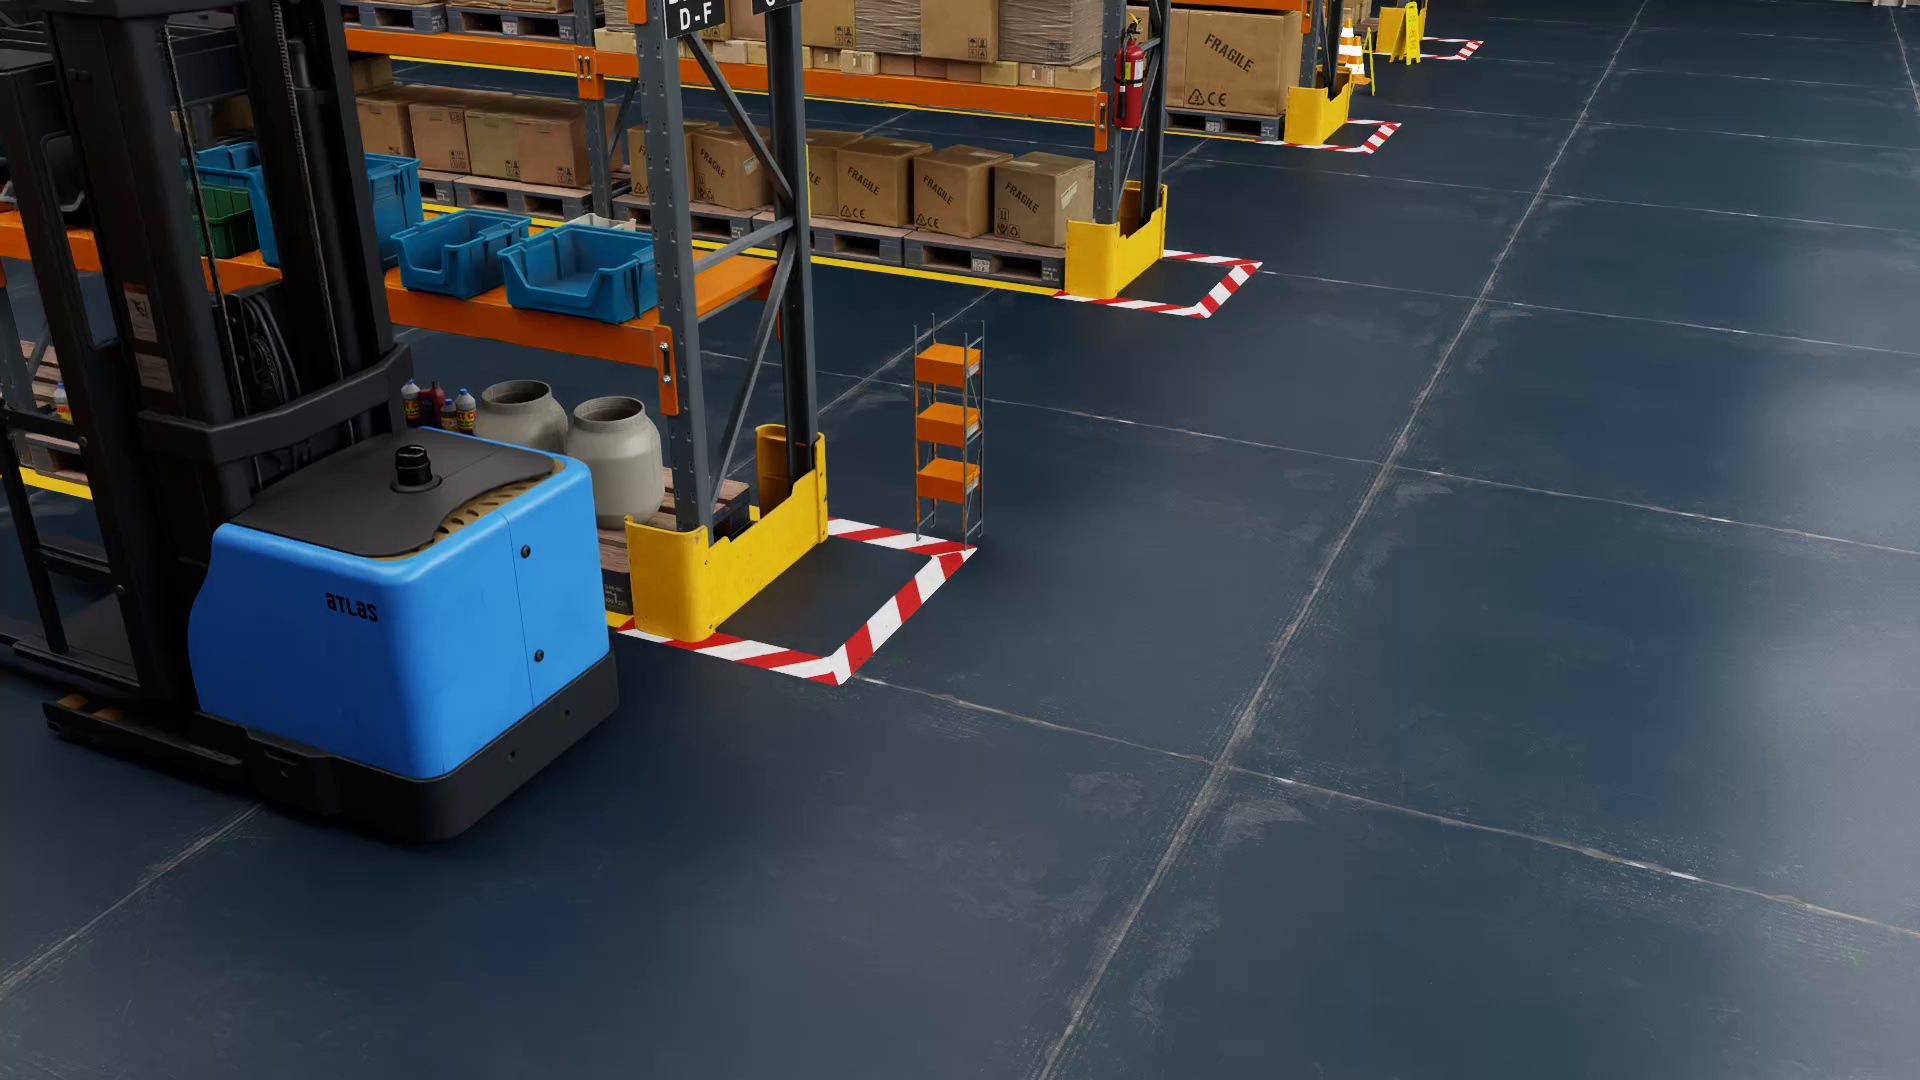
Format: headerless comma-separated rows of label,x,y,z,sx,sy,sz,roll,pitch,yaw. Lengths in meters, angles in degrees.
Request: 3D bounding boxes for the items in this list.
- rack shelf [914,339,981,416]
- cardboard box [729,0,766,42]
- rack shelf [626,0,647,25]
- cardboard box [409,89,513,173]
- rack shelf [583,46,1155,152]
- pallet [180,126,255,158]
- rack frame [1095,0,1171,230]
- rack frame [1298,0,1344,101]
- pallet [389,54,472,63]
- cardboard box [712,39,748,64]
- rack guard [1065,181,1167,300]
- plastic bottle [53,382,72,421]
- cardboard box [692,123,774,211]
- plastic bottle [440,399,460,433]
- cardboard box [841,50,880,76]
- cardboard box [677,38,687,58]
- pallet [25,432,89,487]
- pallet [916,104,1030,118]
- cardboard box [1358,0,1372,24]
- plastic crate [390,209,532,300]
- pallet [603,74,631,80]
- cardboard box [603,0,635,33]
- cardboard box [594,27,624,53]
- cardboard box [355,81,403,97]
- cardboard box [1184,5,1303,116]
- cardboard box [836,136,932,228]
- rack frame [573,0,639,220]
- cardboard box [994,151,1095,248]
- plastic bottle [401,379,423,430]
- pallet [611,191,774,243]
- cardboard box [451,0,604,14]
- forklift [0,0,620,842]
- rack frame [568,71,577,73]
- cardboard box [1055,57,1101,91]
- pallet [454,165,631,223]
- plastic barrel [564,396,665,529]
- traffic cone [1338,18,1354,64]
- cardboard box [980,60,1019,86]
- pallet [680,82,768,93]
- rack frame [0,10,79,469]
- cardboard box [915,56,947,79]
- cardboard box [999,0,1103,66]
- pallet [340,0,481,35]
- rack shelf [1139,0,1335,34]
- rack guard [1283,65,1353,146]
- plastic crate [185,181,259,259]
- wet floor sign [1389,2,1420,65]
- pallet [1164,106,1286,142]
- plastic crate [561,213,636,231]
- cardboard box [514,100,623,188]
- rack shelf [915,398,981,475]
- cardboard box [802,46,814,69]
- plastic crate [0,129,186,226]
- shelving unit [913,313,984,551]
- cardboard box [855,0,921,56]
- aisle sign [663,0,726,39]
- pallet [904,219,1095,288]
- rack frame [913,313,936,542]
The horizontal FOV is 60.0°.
rack shelf,-0.048,-0.726,7.418,0.240,0.259,0.215,11,28,22
cardboard box,-1.176,-3.820,11.662,0.500,0.500,0.875,11,28,22
rack shelf,-2.727,-2.571,6.994,4.000,0.370,1.077,11,28,22
cardboard box,-3.983,-3.299,13.386,0.500,0.500,0.700,9,28,17
rack shelf,-0.676,-3.216,11.701,4.000,0.370,1.077,11,28,22
pallet,-6.825,-3.560,14.741,1.213,0.211,1.003,11,28,22
rack frame,1.144,-3.174,10.800,0.127,3.000,1.000,11,28,22
rack frame,3.289,-5.149,14.813,0.127,3.000,1.000,11,28,22
pallet,-5.811,-5.728,19.146,1.213,0.211,1.003,11,28,22
cardboard box,-1.523,-3.442,11.630,0.250,0.149,0.380,11,28,22
rack guard,1.075,-2.066,11.380,0.348,0.500,1.175,11,28,22
plastic bottle,-4.439,-0.652,8.269,0.097,0.271,0.097,0,26,0
cardboard box,-1.625,-2.781,12.357,0.500,0.500,0.500,22,34,38
plastic bottle,-2.522,-0.600,8.242,0.097,0.201,0.097,0,26,0
cardboard box,-0.610,-3.262,11.264,0.250,0.149,0.380,11,28,22
cardboard box,-1.965,-3.546,11.842,0.250,0.149,0.380,11,28,22
pallet,-3.953,-0.523,8.573,1.213,0.211,1.003,11,28,22
pallet,0.308,-4.459,16.568,1.213,0.211,1.003,11,28,22
cardboard box,4.626,-6.372,19.933,0.500,0.250,0.500,11,28,21
plastic crate,-2.074,-1.207,6.975,0.408,0.251,0.499,11,28,22
pallet,-3.307,-5.187,18.046,1.213,0.211,1.003,11,28,22
cardboard box,-2.113,-3.976,11.980,0.500,0.500,0.875,11,28,22
cardboard box,-2.426,-3.632,12.015,0.250,0.149,0.380,11,28,22
cardboard box,-5.010,-3.501,13.798,0.500,0.500,0.700,9,28,18
cardboard box,2.645,-4.482,15.387,0.875,0.875,0.875,12,28,22
cardboard box,-0.538,-2.579,11.947,0.500,0.500,0.500,14,30,27
rack frame,-2.497,-3.905,12.285,0.127,3.000,1.000,11,28,22
cardboard box,0.583,-2.361,11.505,0.500,0.500,0.500,17,31,31
plastic bottle,-2.740,-0.675,8.315,0.097,0.271,0.097,0,26,0
pallet,-1.871,-2.545,12.681,1.213,0.211,1.003,11,28,22
cardboard box,-3.162,-4.564,12.469,1.000,1.000,1.000,12,28,22
forklift,-2.850,-0.728,5.911,3.031,2.935,1.130,12,29,23
rack frame,-3.993,-6.612,17.784,0.127,3.000,1.000,11,28,22
cardboard box,0.799,-3.030,10.793,0.250,0.149,0.380,11,28,22
pallet,-3.206,-2.796,13.189,1.213,0.211,1.003,11,28,22
plastic barrel,-1.537,-0.344,7.394,0.421,0.512,0.421,0,26,0
traffic cone,4.321,-5.580,18.560,0.334,0.463,0.336,11,28,22
cardboard box,0.323,-3.101,10.937,0.250,0.149,0.380,11,28,22
pallet,-2.200,-4.963,17.591,1.213,0.211,1.003,11,28,22
rack frame,-4.547,-1.913,8.240,0.127,3.000,1.000,11,28,22
cardboard box,-0.109,-3.215,11.169,0.250,0.149,0.380,11,28,22
cardboard box,0.655,-3.463,10.939,0.500,0.500,0.875,11,28,22
pallet,-4.319,-4.205,13.111,1.213,0.211,1.003,11,28,22
rack shelf,1.469,-5.192,15.715,4.000,0.370,1.077,11,28,22
rack guard,3.311,-4.024,15.356,0.348,0.500,1.175,11,28,22
plastic crate,-3.428,-1.457,7.552,0.662,0.188,0.450,11,28,22
wet floor sign,4.976,-5.637,18.469,0.232,0.644,0.267,23,35,39
pallet,2.529,-4.013,15.662,1.213,0.211,1.003,11,28,22
plastic crate,-1.588,-1.357,7.408,0.250,0.136,0.298,11,28,22
cardboard box,-3.047,-3.102,12.986,0.500,0.500,0.700,9,28,18
rack shelf,-0.049,-0.472,7.543,0.240,0.259,0.215,11,28,22
cardboard box,-1.055,-3.363,11.469,0.250,0.149,0.380,11,28,22
plastic crate,-4.123,-1.739,7.956,0.504,0.338,0.767,11,28,22
shelving unit,-0.049,-0.481,7.538,0.252,1.050,0.215,11,28,22
cardboard box,-0.287,-3.615,11.247,0.500,0.500,0.875,11,28,22
aisle sign,-0.964,-2.216,5.911,0.004,0.787,0.394,11,28,22
pallet,0.350,-2.099,11.775,1.213,0.211,1.003,11,28,22
rack frame,-0.160,-0.503,7.584,0.008,1.050,0.200,11,28,22
